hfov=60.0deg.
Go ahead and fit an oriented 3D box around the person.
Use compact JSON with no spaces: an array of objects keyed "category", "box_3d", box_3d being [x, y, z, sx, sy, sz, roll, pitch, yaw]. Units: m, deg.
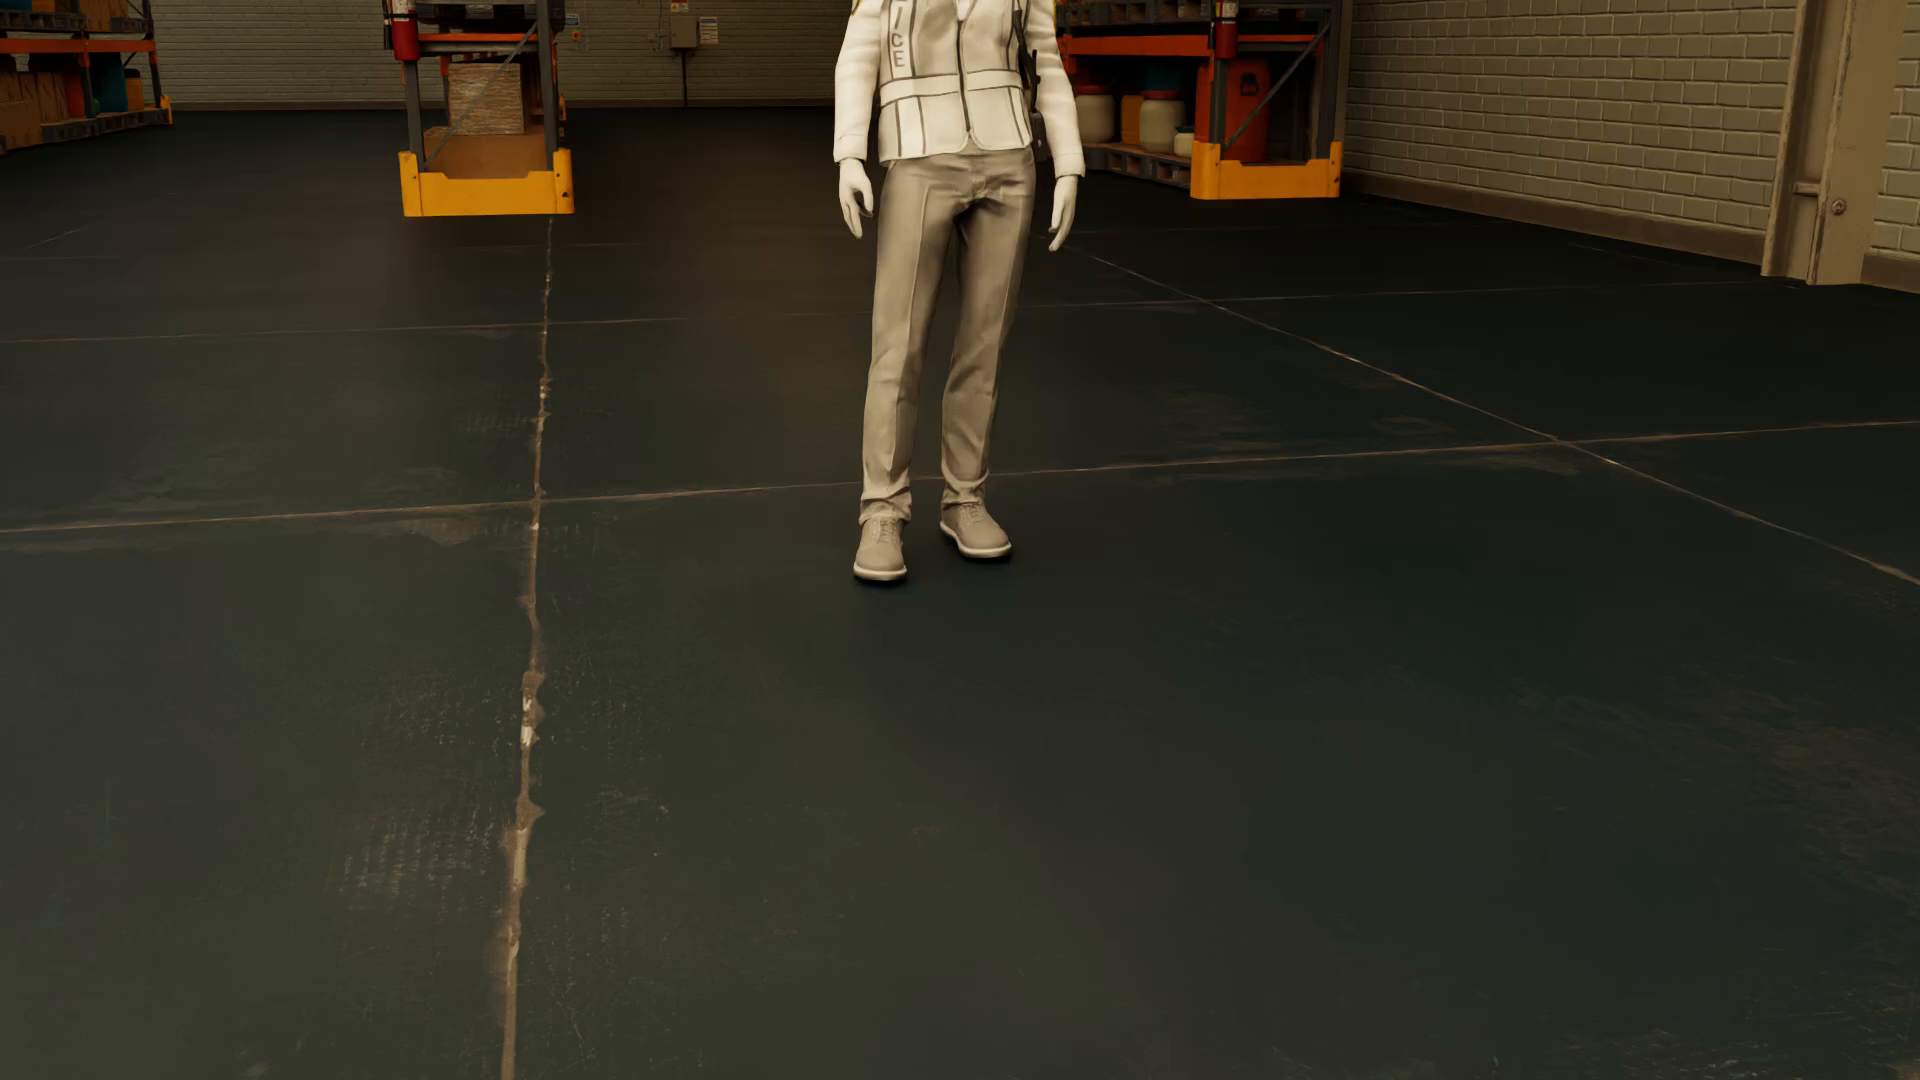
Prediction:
[{"category":"person","box_3d":[0.008,-0.800,3.706,0.586,1.694,0.530,-4,17,-12]}]
